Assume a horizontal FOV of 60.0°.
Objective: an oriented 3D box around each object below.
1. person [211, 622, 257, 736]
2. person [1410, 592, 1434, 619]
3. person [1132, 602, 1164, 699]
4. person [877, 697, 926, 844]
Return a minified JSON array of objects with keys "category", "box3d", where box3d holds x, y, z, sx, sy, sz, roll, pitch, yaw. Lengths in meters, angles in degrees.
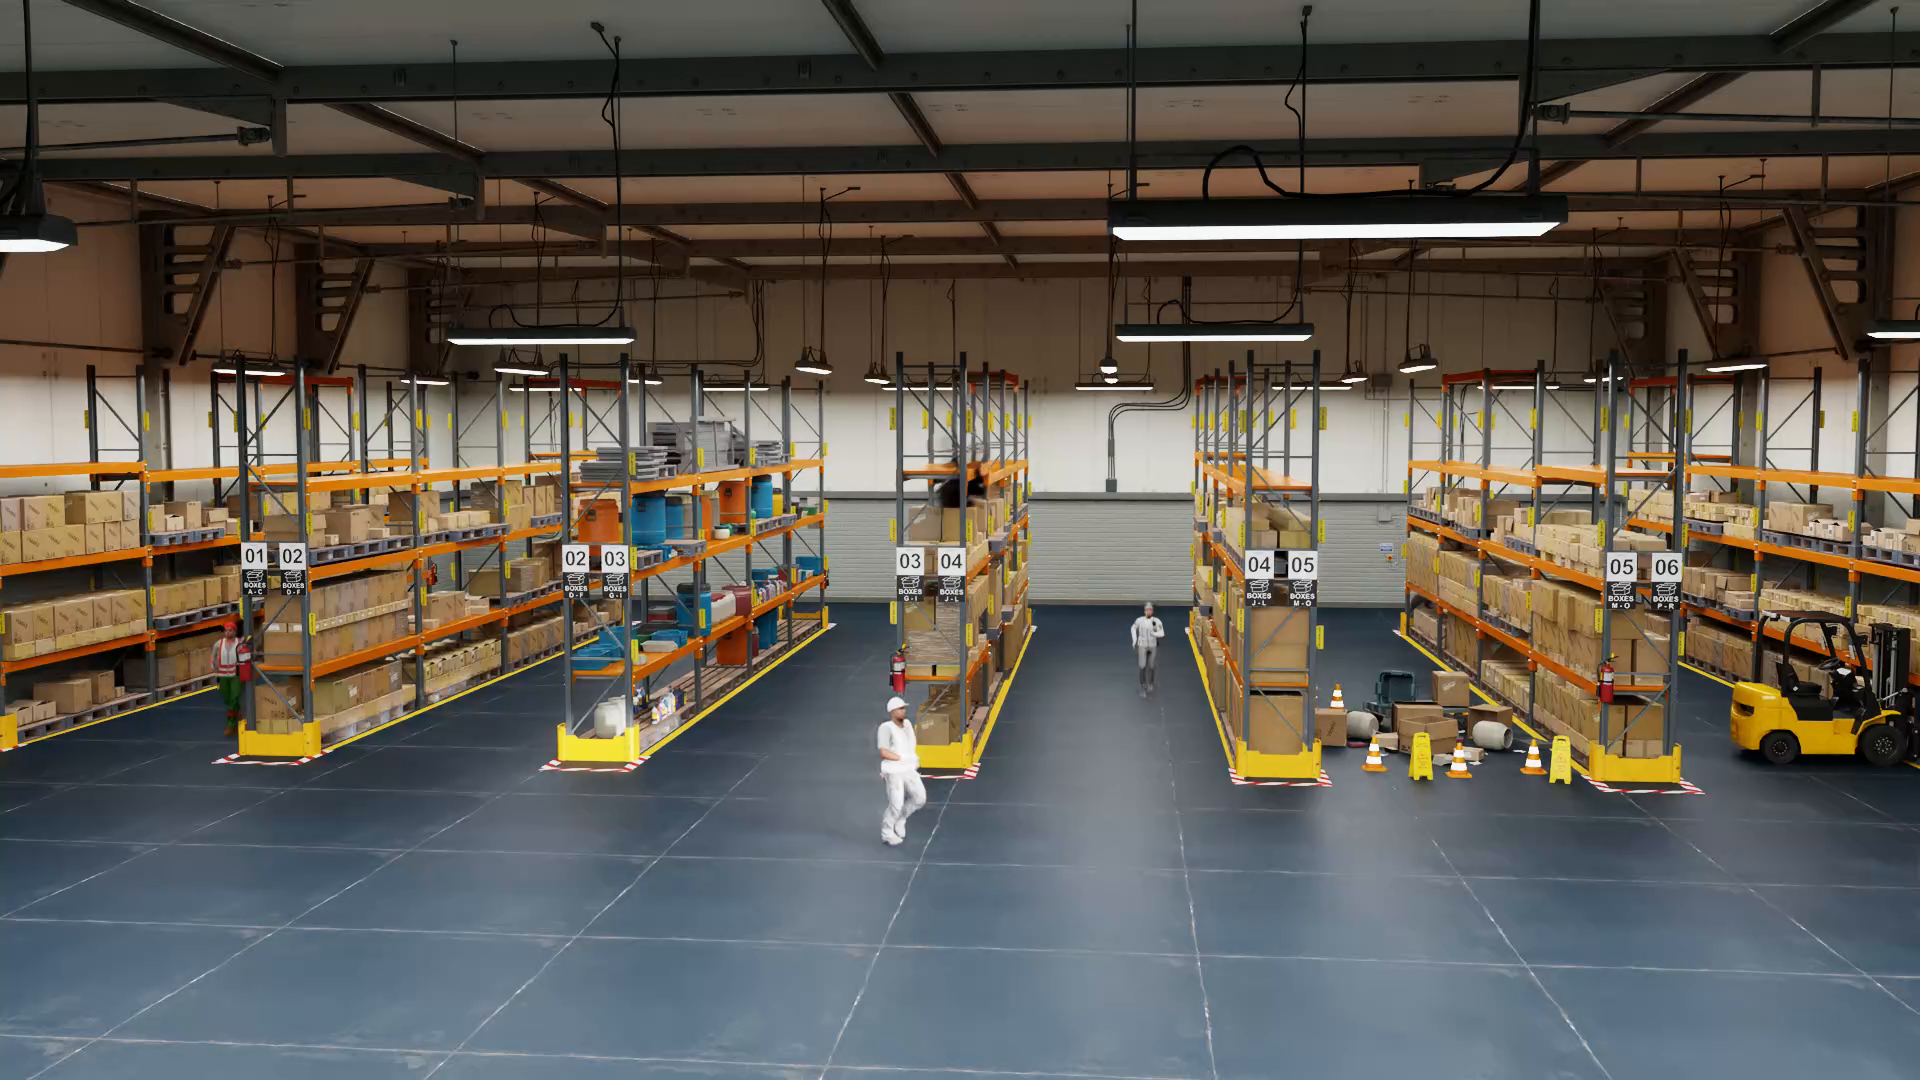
[{"category":"person","box3d":[-11.753,2.205,26.862,0.656,1.789,0.956,0,4,-6]},{"category":"person","box3d":[11.259,1.323,40.350,0.778,1.712,0.787,2,5,26]},{"category":"person","box3d":[3.432,2.001,30.368,0.583,1.745,0.746,0,4,4]},{"category":"person","box3d":[-0.675,2.724,19.629,0.623,1.740,0.669,3,5,39]}]
